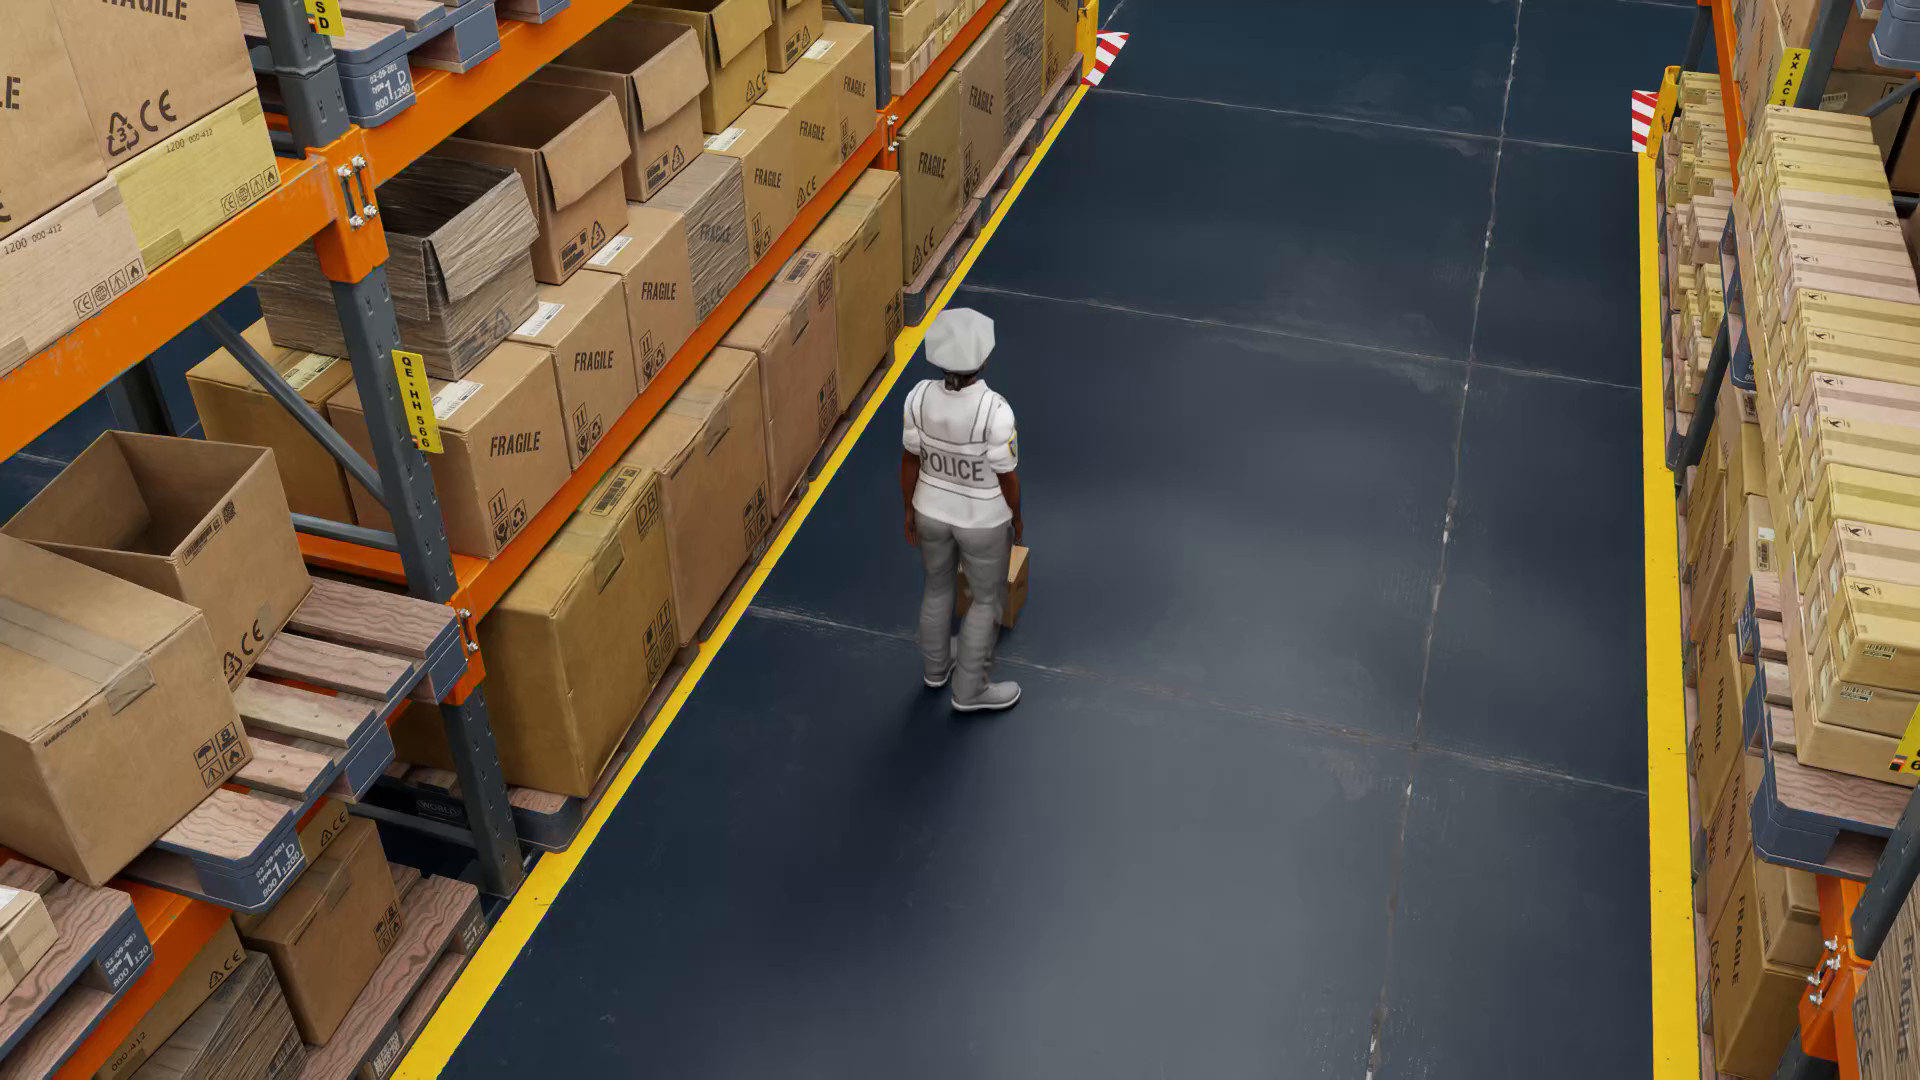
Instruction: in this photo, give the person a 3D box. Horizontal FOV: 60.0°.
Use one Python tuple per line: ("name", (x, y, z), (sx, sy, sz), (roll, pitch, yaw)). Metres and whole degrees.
("person", (0.020, -0.098, 6.219), (0.481, 1.701, 0.393), (16, 40, 20))
